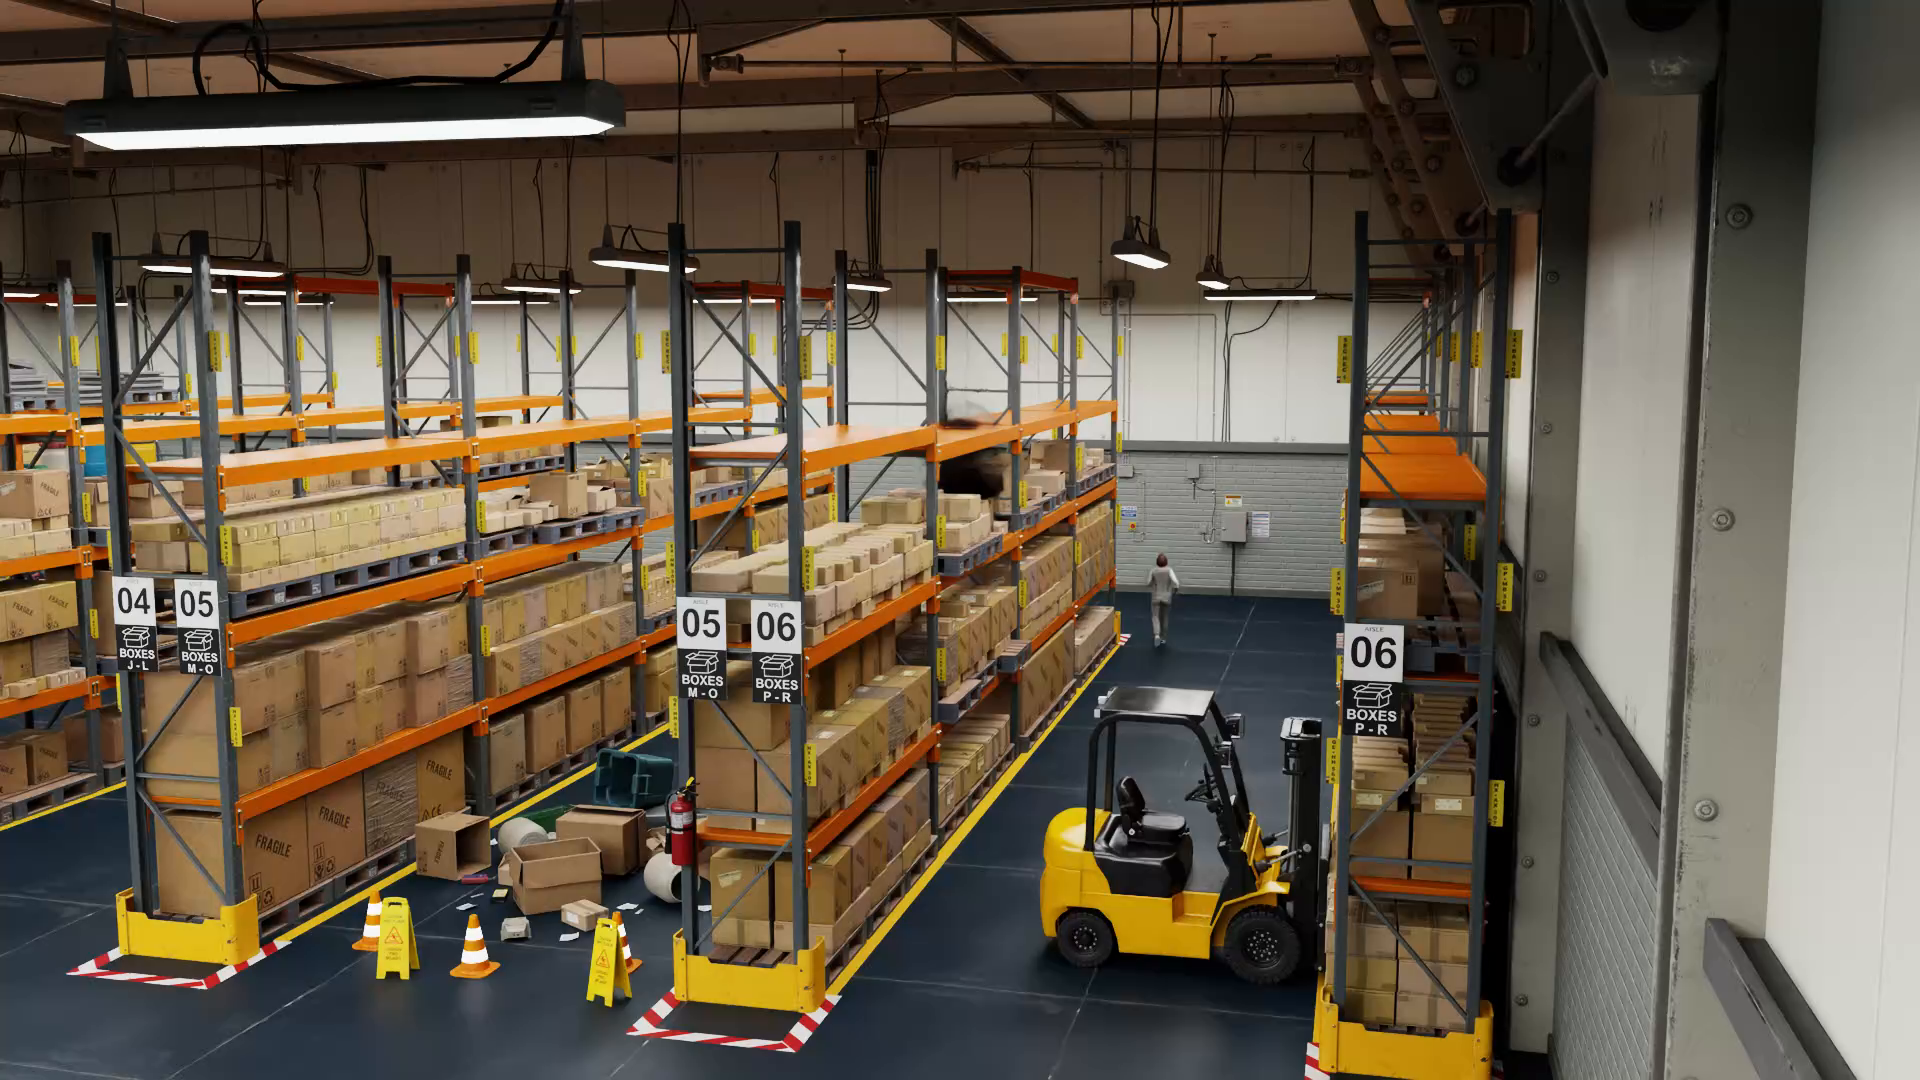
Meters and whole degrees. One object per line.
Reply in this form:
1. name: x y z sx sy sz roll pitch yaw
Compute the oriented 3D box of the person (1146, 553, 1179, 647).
1. person: 3.361 0.991 27.637 0.542 1.557 0.898 1 7 7
